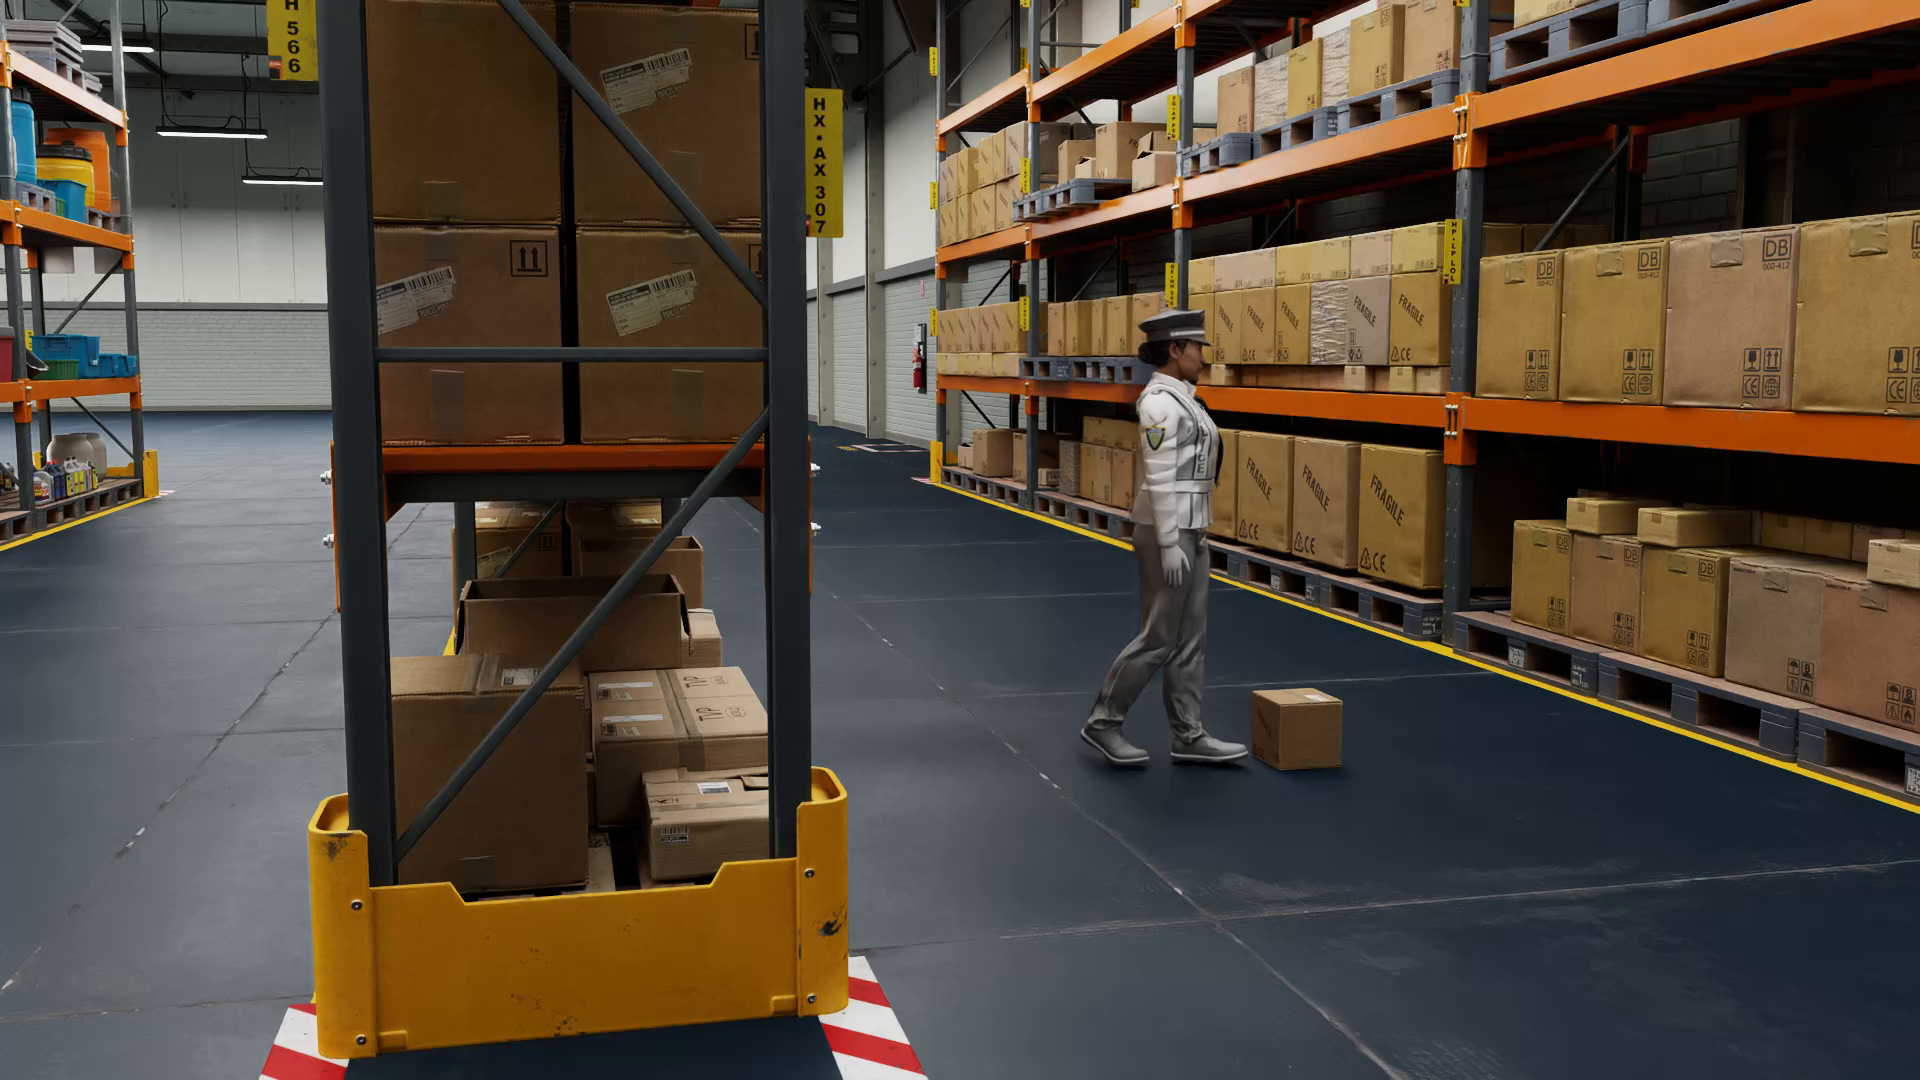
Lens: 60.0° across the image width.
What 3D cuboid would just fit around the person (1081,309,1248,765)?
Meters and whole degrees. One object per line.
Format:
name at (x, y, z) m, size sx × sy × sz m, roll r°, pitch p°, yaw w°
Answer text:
person at (0.765, -0.011, 6.120) m, size 0.613 × 1.665 × 0.502 m, roll 2°, pitch 6°, yaw 16°
